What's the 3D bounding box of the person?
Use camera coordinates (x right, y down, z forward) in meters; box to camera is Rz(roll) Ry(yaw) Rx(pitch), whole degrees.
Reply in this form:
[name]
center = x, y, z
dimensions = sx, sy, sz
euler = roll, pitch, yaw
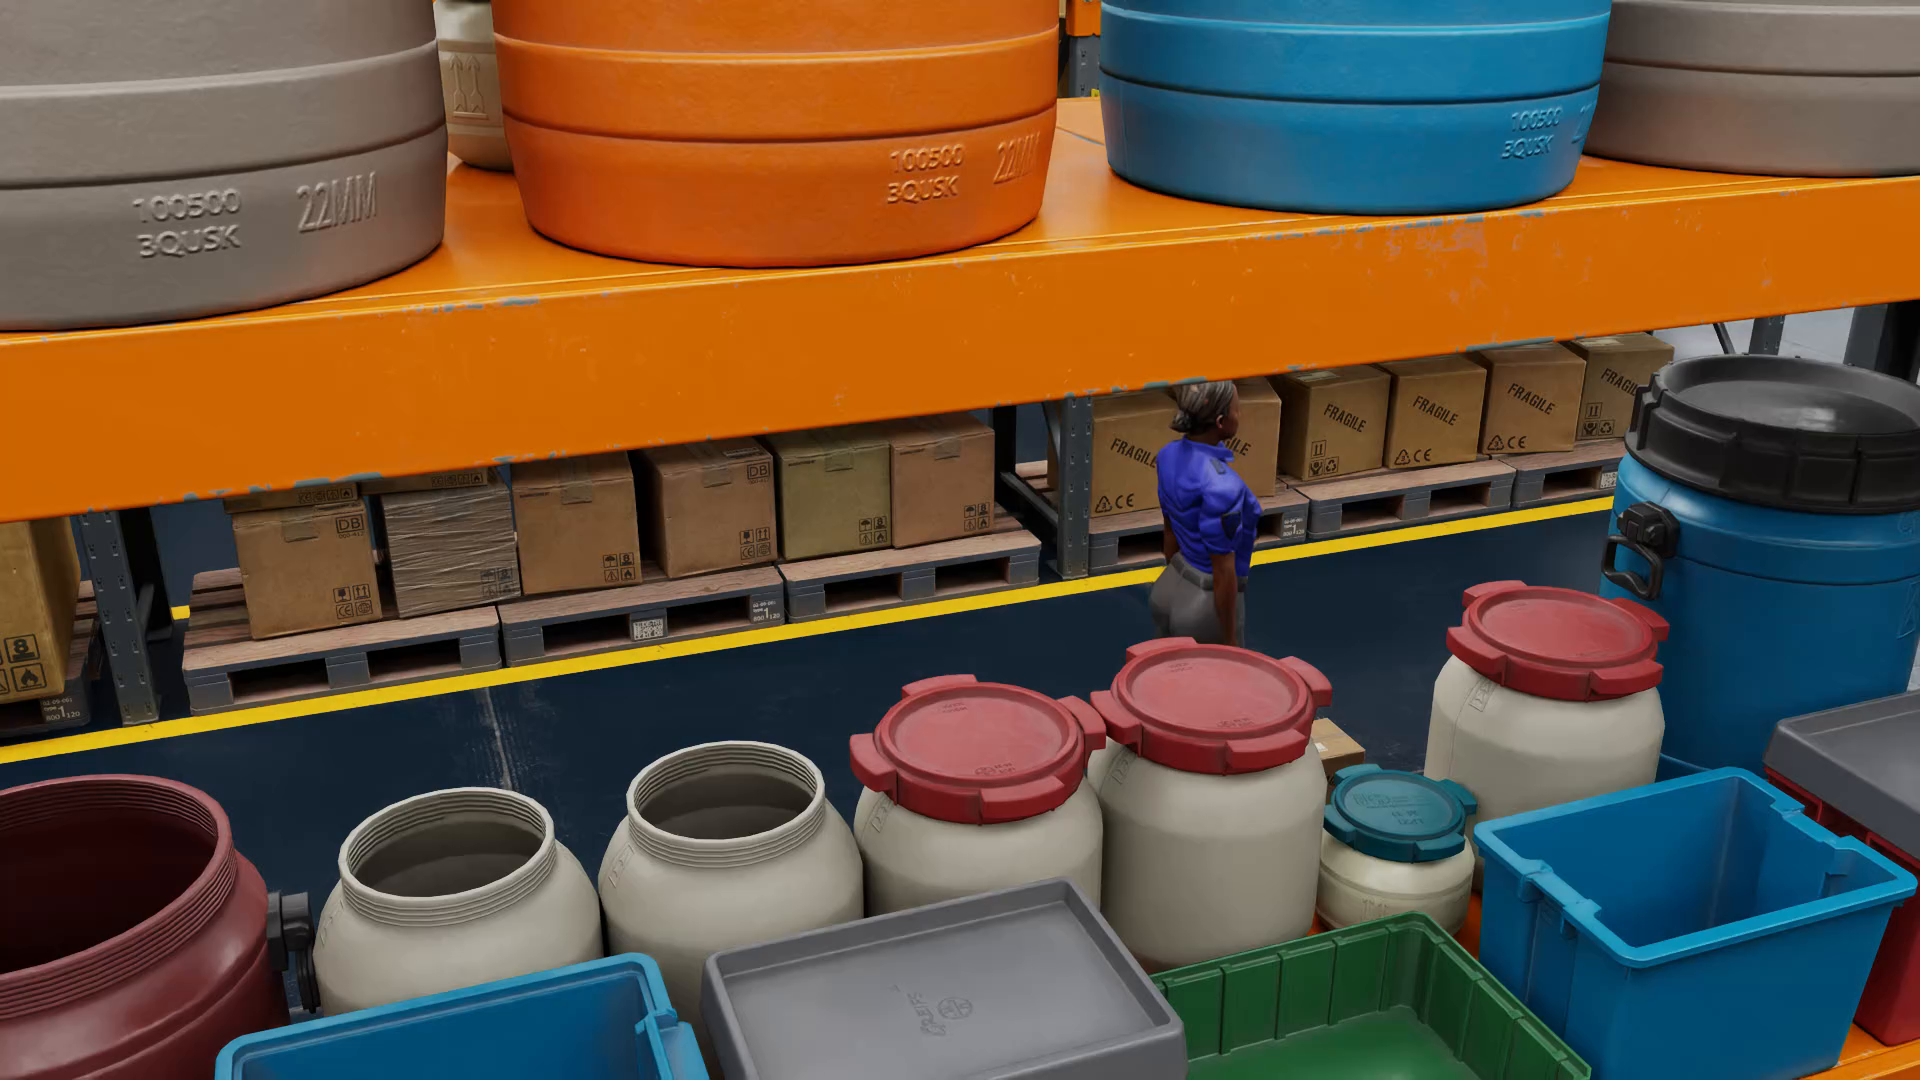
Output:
[person]
center = 0.795, 0.248, 5.515
dimensions = 0.302, 1.678, 0.446
euler = -8, 24, -18
